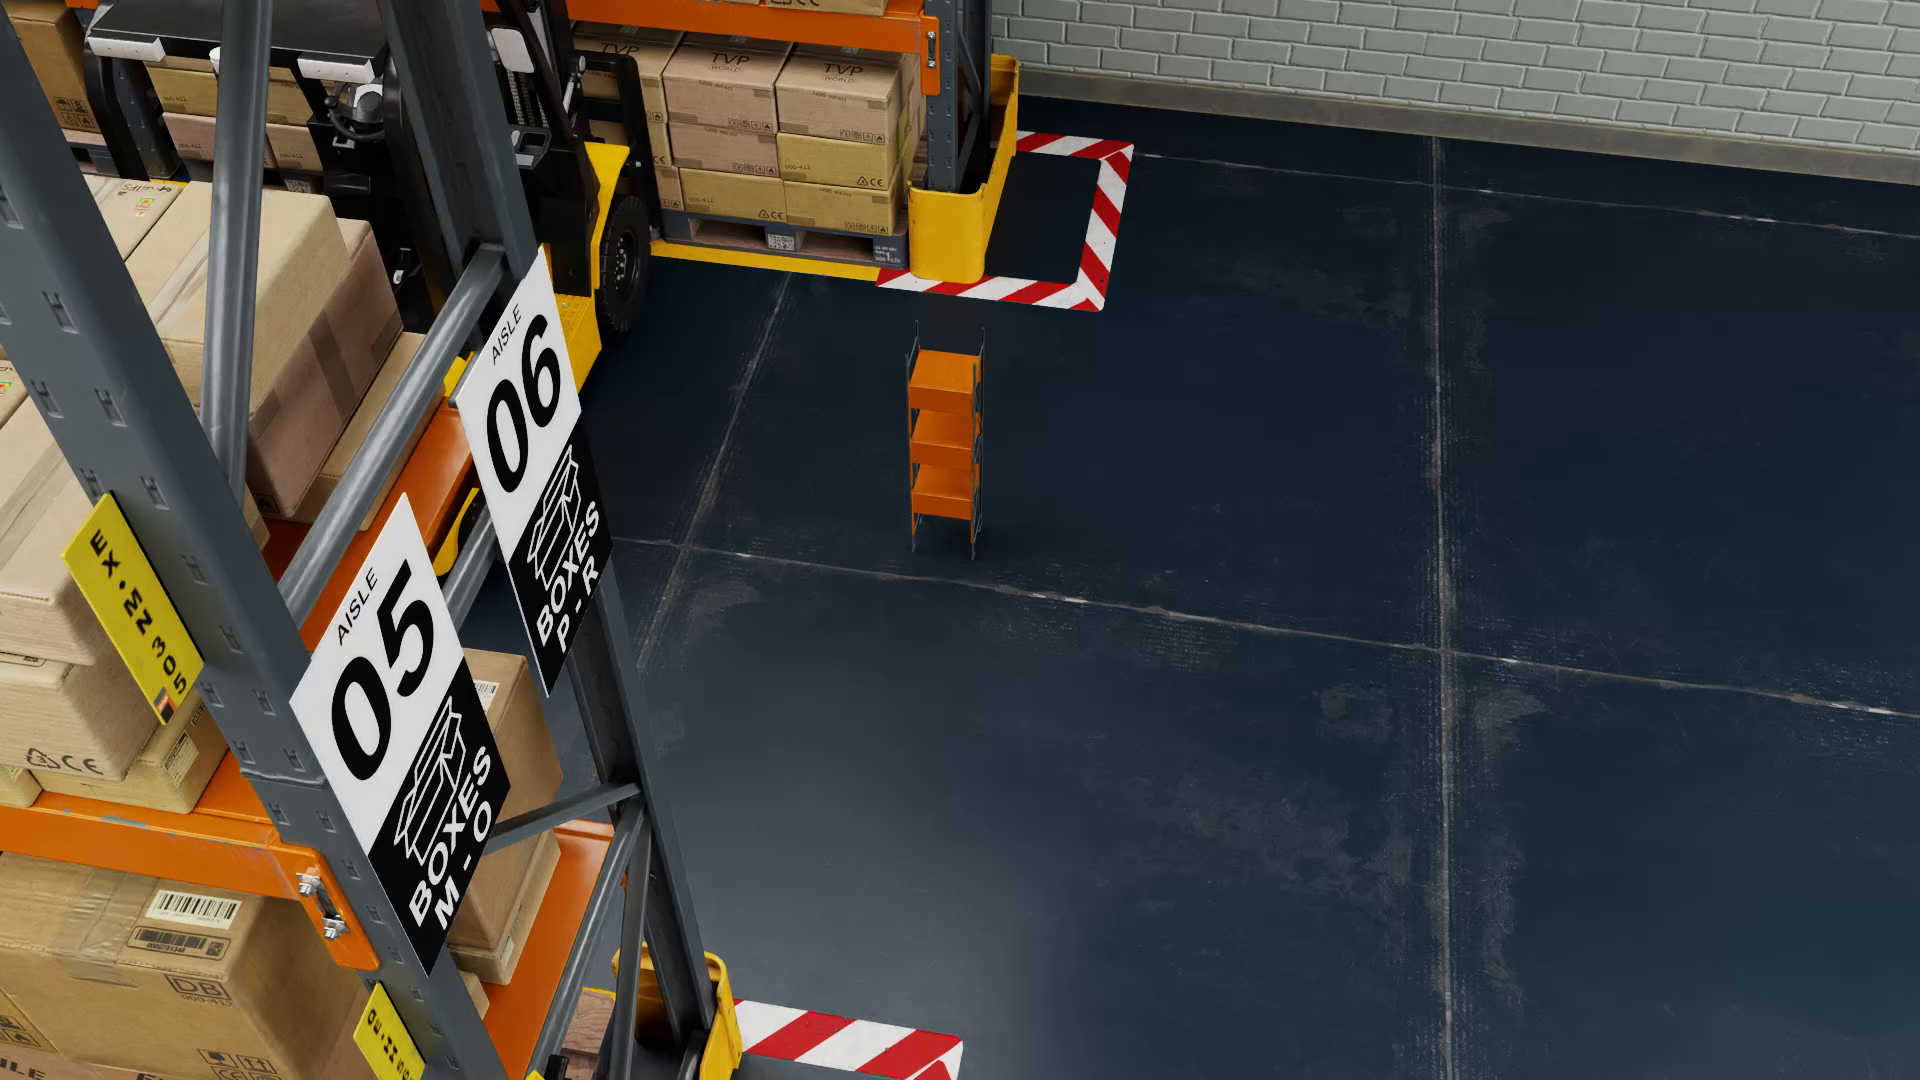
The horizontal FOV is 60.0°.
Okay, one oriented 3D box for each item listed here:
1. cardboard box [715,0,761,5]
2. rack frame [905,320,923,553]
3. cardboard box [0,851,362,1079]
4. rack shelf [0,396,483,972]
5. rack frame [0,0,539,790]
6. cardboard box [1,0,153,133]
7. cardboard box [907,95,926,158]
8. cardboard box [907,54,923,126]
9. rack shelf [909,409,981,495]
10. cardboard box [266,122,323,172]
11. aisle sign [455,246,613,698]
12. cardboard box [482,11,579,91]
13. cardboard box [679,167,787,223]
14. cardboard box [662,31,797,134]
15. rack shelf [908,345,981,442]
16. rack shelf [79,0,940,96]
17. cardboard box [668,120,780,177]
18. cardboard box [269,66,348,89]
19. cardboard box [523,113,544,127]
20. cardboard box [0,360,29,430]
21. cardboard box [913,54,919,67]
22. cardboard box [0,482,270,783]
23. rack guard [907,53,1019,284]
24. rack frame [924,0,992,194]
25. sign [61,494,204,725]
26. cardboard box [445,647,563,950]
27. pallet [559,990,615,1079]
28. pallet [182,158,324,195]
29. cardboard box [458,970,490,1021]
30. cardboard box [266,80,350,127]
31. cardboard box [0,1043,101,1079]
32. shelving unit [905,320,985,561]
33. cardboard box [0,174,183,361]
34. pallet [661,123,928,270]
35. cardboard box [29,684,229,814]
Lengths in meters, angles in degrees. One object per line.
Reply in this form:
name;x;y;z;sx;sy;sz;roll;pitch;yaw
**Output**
cardboard box;-1.038;-2.631;7.002;0.500;0.500;0.500;9;49;8
rack frame;-0.173;-0.374;6.352;0.008;1.050;0.200;8;49;7
cardboard box;-1.419;0.610;3.218;0.500;0.500;0.700;7;48;6
rack shelf;-2.845;-0.042;3.210;4.000;0.370;1.077;8;49;7
rack frame;-0.877;-1.020;1.589;0.127;3.000;1.000;8;49;7
cardboard box;-4.450;-2.586;8.343;0.625;0.625;0.875;10;49;9
cardboard box;-0.447;-2.078;8.139;0.500;0.250;0.500;8;49;7
cardboard box;-0.424;-2.252;7.959;0.500;0.250;0.500;8;49;8
rack shelf;-0.053;-0.351;6.346;0.240;0.259;0.215;8;49;7
cardboard box;-3.015;-2.037;8.102;0.500;0.250;0.500;7;48;6
aisle sign;-0.761;-0.103;3.050;0.004;0.787;0.394;8;49;7
cardboard box;-2.006;-2.232;7.605;0.500;0.250;0.500;7;48;6
cardboard box;-1.004;-1.774;7.866;0.500;0.250;0.500;8;49;7
cardboard box;-1.010;-2.100;7.487;0.500;0.250;0.500;8;49;8
rack shelf;-0.053;-0.541;6.135;0.240;0.259;0.215;8;49;7
rack shelf;-1.966;-2.673;7.591;4.000;0.370;1.077;8;49;7
cardboard box;-1.024;-1.947;7.685;0.500;0.250;0.500;7;48;6
cardboard box;-3.013;-2.365;7.724;0.500;0.250;0.500;8;49;7
cardboard box;-2.028;-2.069;7.795;0.500;0.250;0.500;8;48;7
cardboard box;-1.509;-0.091;2.404;0.250;0.149;0.380;8;49;7
cardboard box;-0.437;-2.407;7.762;0.500;0.250;0.500;7;48;6
cardboard box;-1.429;0.062;2.534;0.500;0.250;0.500;7;48;6
rack guard;0.026;-1.810;8.013;0.348;0.500;1.175;8;49;7
rack frame;0.002;-2.649;7.086;0.127;3.000;1.000;8;49;7
sign;-0.996;0.090;2.013;0.005;0.325;0.100;8;49;7
cardboard box;-1.294;0.586;3.911;0.500;0.500;0.500;7;48;6
pallet;-1.745;1.773;4.987;1.213;0.211;1.003;8;49;7
pallet;-3.159;-2.110;8.476;1.213;0.211;1.003;8;49;7
cardboard box;-1.283;1.176;3.818;0.250;0.149;0.380;9;49;8
cardboard box;-3.017;-2.212;7.923;0.500;0.250;0.500;7;48;7
cardboard box;-1.952;0.912;3.619;0.500;0.500;0.500;8;49;7
shelving unit;-0.053;-0.358;6.338;0.252;1.050;0.215;8;49;7
cardboard box;-1.441;-0.418;2.698;0.250;0.149;0.380;7;48;7
pallet;-0.758;-1.788;8.186;1.213;0.211;1.003;8;49;7
cardboard box;-1.278;0.224;2.657;0.250;0.149;0.380;8;49;7
